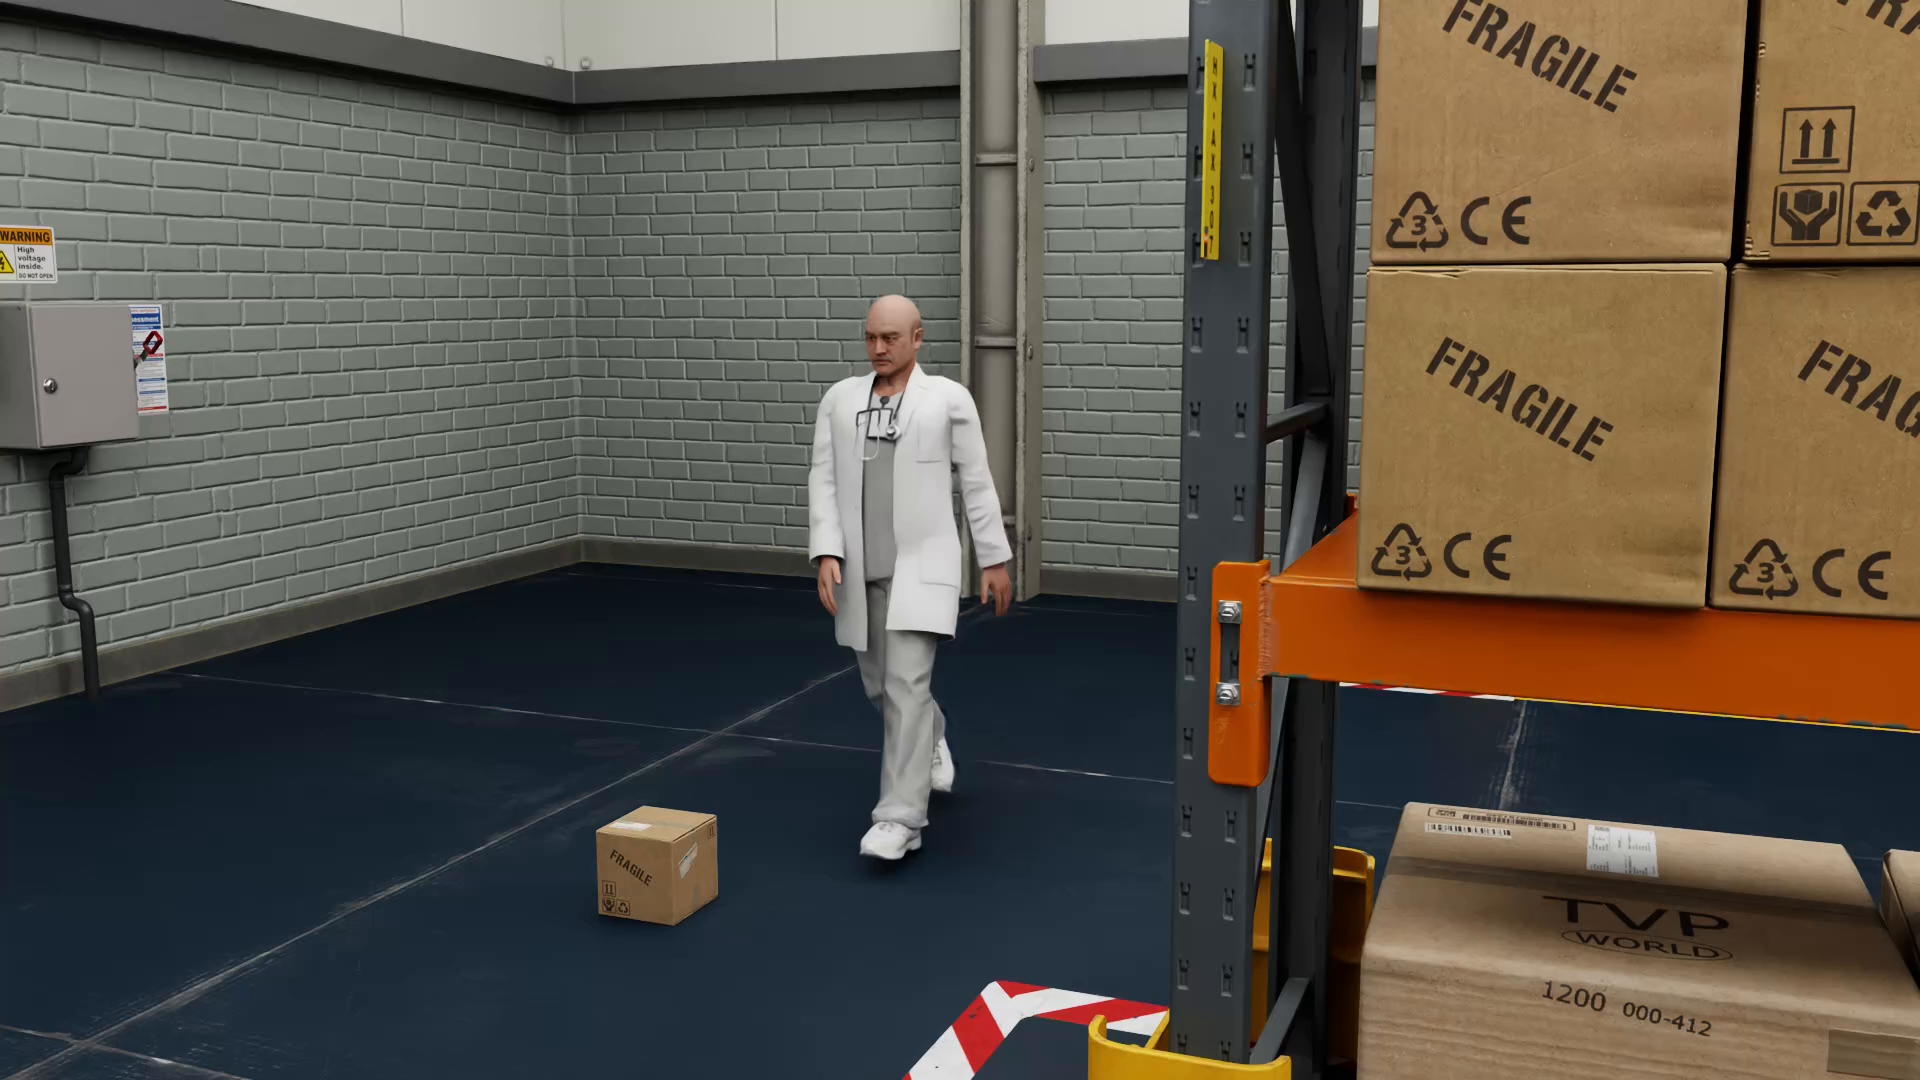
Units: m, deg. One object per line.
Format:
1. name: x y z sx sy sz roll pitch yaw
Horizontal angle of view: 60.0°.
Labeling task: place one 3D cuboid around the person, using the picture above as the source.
1. person: -0.188 0.086 5.384 0.629 1.744 0.982 4 9 23
